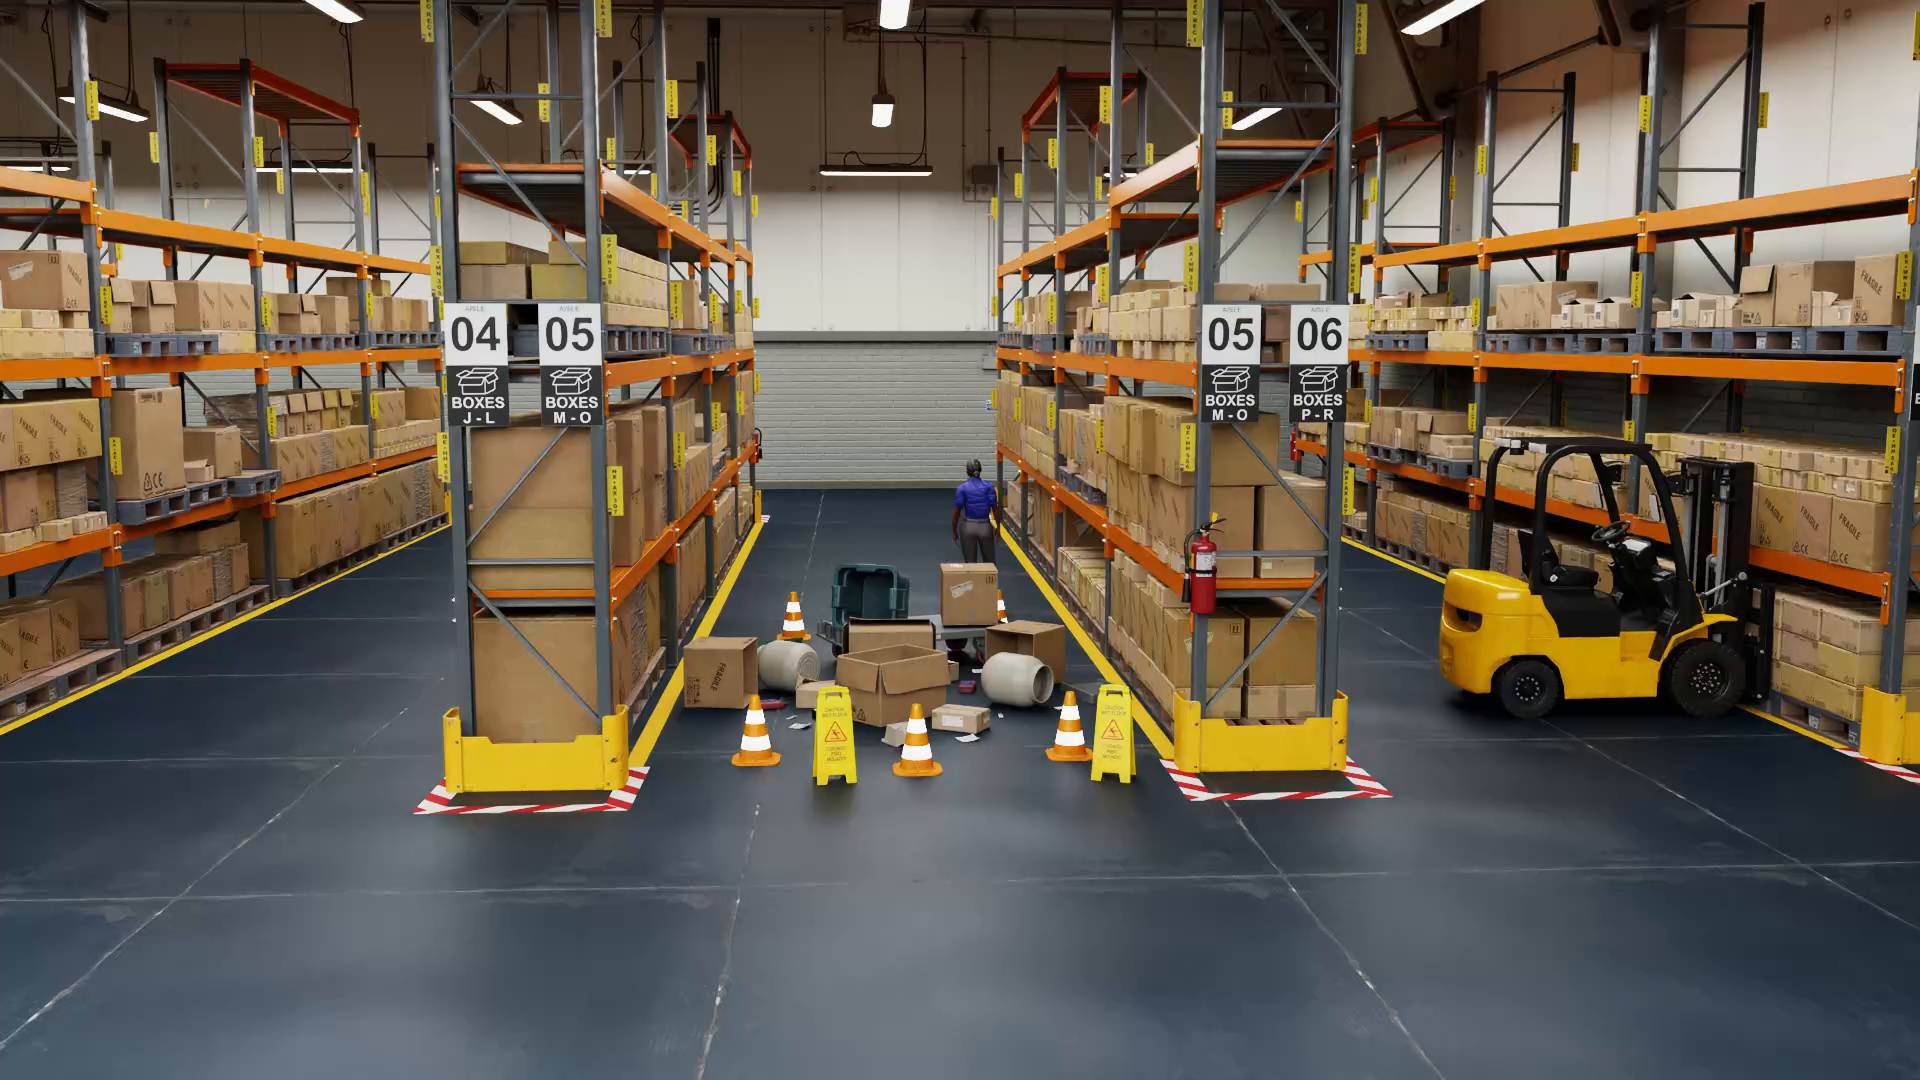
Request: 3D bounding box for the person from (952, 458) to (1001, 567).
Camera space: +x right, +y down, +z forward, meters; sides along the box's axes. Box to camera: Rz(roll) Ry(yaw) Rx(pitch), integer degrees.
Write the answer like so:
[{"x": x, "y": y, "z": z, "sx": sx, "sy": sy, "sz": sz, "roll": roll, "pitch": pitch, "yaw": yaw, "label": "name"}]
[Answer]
[{"x": 0.193, "y": -0.089, "z": 18.435, "sx": 0.570, "sy": 1.654, "sz": 0.504, "roll": 0, "pitch": 7, "yaw": -4, "label": "person"}]
